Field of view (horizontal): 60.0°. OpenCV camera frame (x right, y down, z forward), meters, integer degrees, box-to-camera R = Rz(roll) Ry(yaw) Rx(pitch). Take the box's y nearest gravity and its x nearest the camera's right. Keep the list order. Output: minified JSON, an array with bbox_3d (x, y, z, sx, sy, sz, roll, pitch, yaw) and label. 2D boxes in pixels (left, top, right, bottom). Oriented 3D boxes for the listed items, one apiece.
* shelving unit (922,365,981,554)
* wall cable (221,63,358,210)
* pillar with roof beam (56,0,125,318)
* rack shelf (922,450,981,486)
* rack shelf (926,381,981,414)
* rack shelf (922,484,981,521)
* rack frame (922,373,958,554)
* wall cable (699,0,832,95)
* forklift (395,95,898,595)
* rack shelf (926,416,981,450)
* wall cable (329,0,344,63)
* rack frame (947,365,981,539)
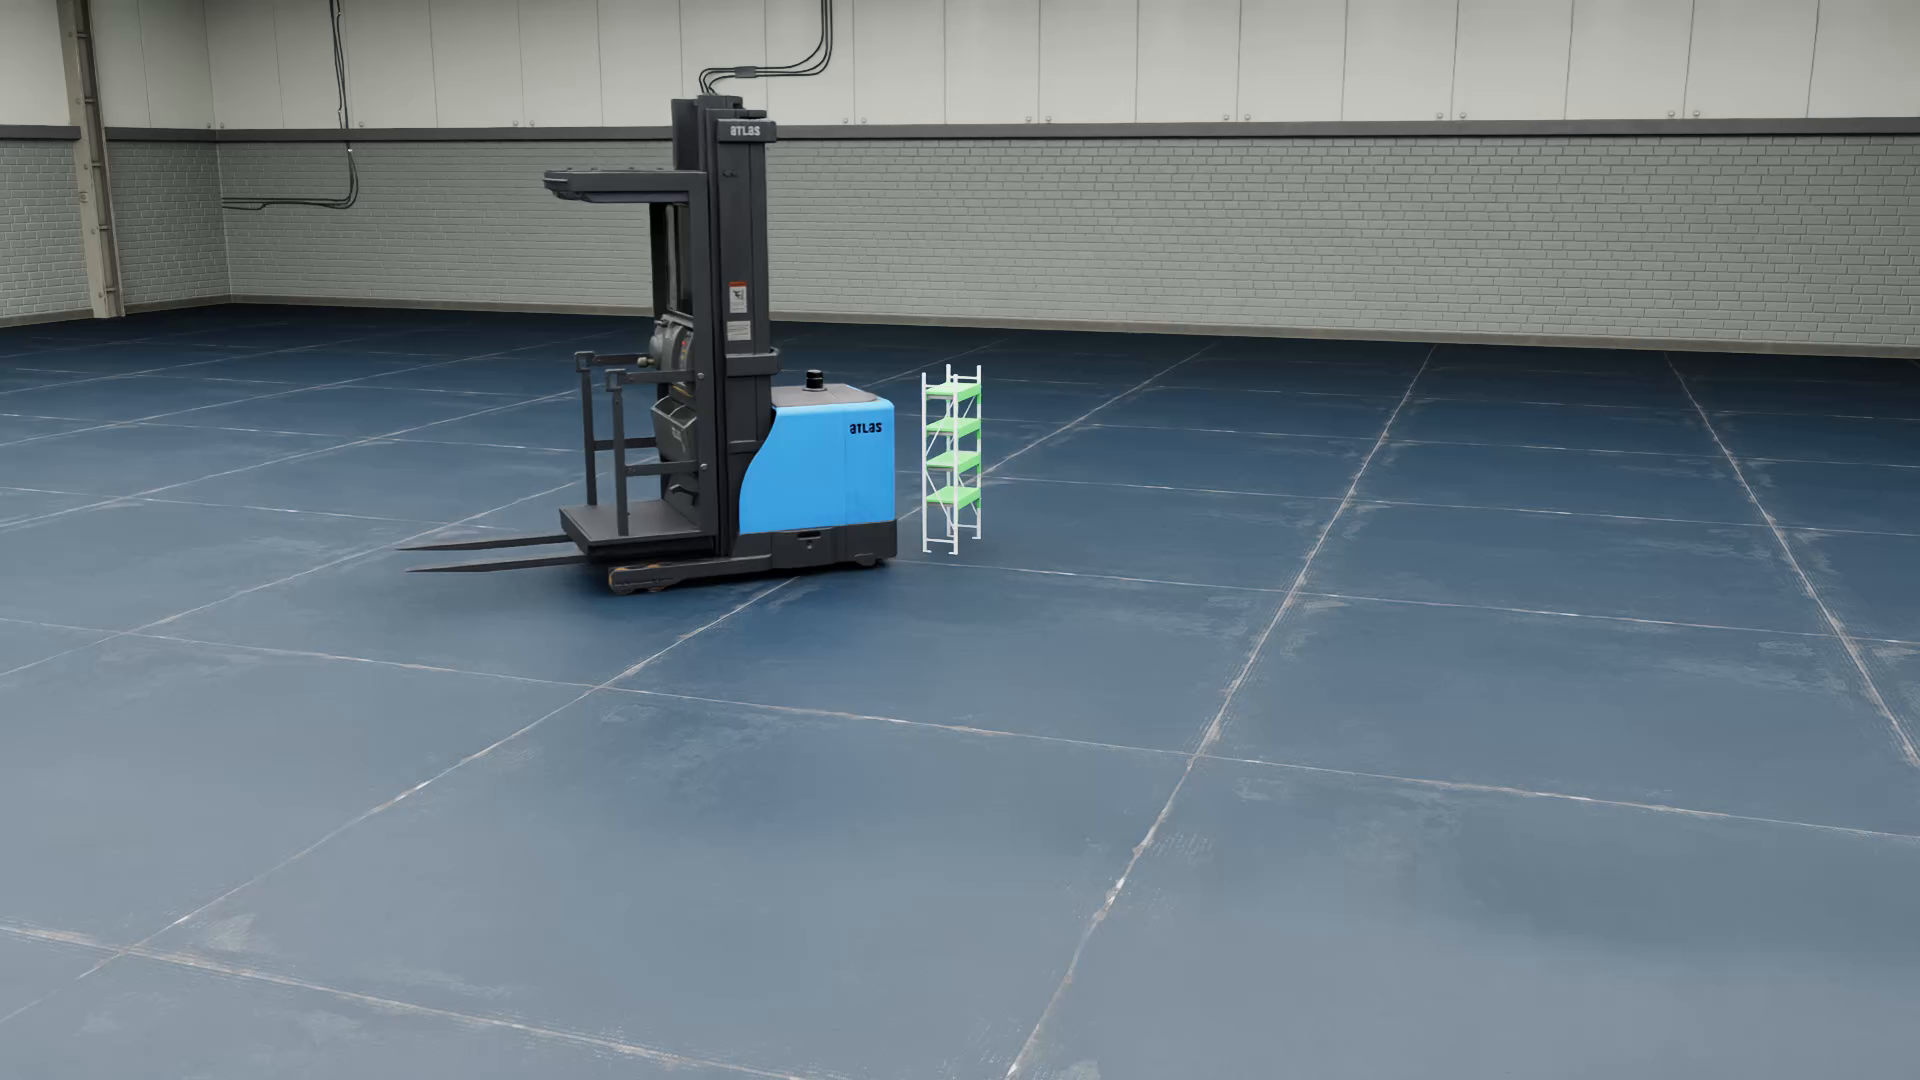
[{"bbox_3d":[-0.054,-0.550,11.202,0.258,1.200,0.503,4,14,18],"label":"shelving unit"},{"bbox_3d":[-12.069,-7.143,29.539,3.097,2.526,0.112,4,14,18],"label":"wall cable"},{"bbox_3d":[-10.200,-7.822,25.535,9.100,9.000,0.400,4,14,18],"label":"pillar with roof beam"},{"bbox_3d":[-0.054,-0.488,11.216,0.258,0.148,0.480,4,14,18],"label":"rack shelf"},{"bbox_3d":[-0.054,-0.956,11.109,0.258,0.148,0.480,4,14,18],"label":"rack shelf"},{"bbox_3d":[-0.054,-0.254,11.269,0.258,0.148,0.480,4,14,18],"label":"rack shelf"},{"bbox_3d":[-0.133,-0.499,10.977,0.240,1.200,0.015,4,14,18],"label":"rack frame"},{"bbox_3d":[-3.092,-9.628,25.806,2.305,6.003,0.169,4,14,18],"label":"wall cable"},{"bbox_3d":[-1.971,-1.230,10.290,3.031,2.935,1.130,-5,14,-22],"label":"forklift"},{"bbox_3d":[-0.054,-0.722,11.163,0.258,0.148,0.480,4,14,18],"label":"rack shelf"},{"bbox_3d":[-9.510,-9.411,28.124,3.097,2.526,0.112,4,14,18],"label":"wall cable"},{"bbox_3d":[0.025,-0.601,11.427,0.240,1.200,0.015,4,14,18],"label":"rack frame"}]
